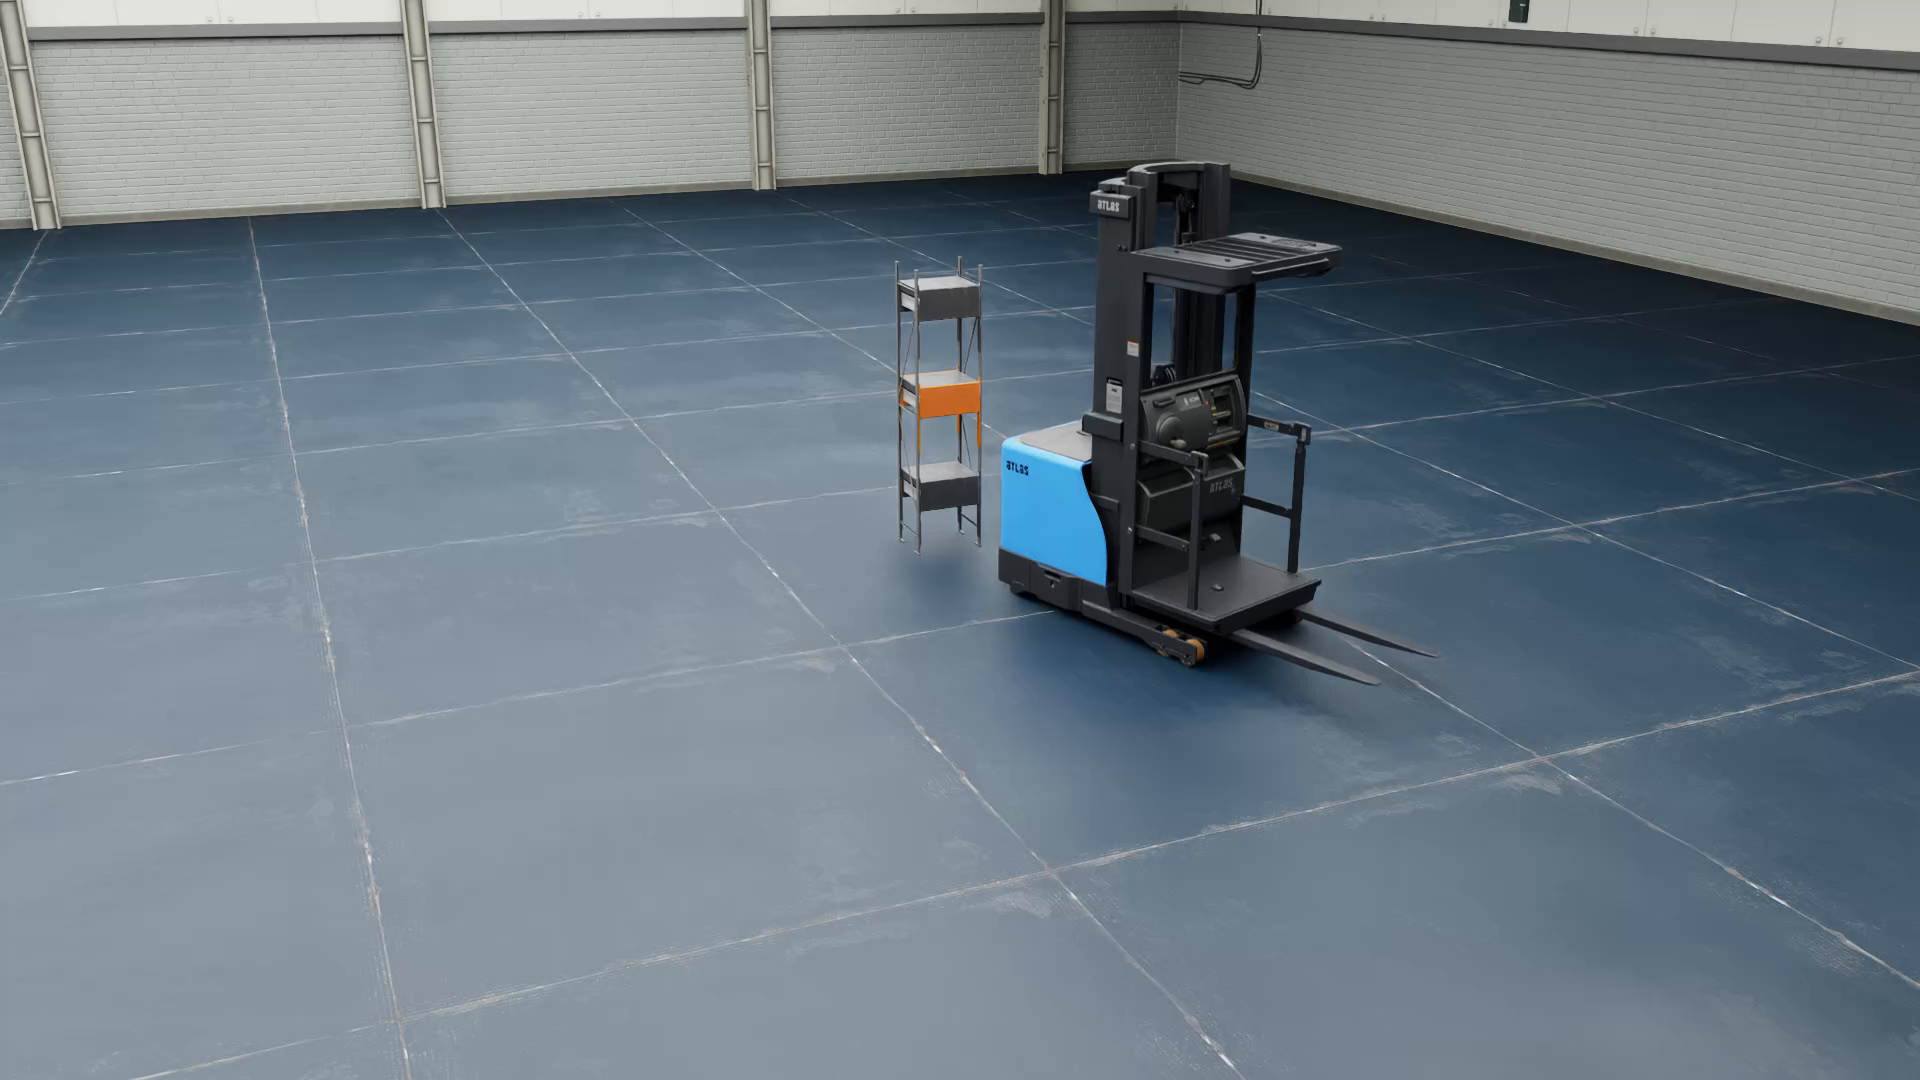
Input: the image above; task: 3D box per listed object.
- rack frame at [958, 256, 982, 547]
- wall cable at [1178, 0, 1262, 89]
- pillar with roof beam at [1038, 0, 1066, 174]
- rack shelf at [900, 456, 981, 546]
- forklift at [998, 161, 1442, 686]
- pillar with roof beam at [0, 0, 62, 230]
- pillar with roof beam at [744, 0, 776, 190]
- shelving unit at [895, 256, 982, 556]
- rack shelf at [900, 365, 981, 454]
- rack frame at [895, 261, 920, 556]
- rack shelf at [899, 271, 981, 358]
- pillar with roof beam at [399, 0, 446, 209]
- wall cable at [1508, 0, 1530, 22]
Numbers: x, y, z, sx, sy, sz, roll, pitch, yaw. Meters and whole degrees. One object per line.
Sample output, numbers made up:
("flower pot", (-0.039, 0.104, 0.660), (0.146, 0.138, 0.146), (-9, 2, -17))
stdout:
("rack frame", (0.072, -1.001, 12.203), (0.015, 2.100, 0.400), (-8, 21, -22))
("wall cable", (5.047, -10.167, 32.524), (0.112, 2.526, 3.097), (-8, 21, -22))
("pillar with roof beam", (3.523, -10.335, 28.325), (0.400, 9.000, 9.100), (-8, 21, -22))
("rack shelf", (-0.152, -0.295, 12.348), (0.480, 0.518, 0.431), (-8, 21, -22))
("forklift", (1.621, -0.792, 10.359), (1.130, 2.935, 3.031), (-16, 25, -39))
("pillar with roof beam", (-13.004, -7.967, 21.599), (0.400, 9.000, 9.100), (-8, 21, -22))
("pillar with roof beam", (-1.986, -9.546, 26.083), (0.400, 9.000, 9.100), (-8, 21, -22))
("shelving unit", (-0.152, -0.969, 12.111), (0.503, 2.100, 0.431), (-8, 21, -22))
("rack shelf", (-0.152, -0.956, 12.116), (0.480, 0.518, 0.431), (-8, 21, -22))
("rack frame", (-0.376, -0.937, 12.020), (0.015, 2.100, 0.400), (-8, 21, -22))
("rack shelf", (-0.152, -1.616, 11.884), (0.480, 0.518, 0.431), (-8, 21, -22))
("pillar with roof beam", (-7.495, -8.756, 23.841), (0.400, 9.000, 9.100), (-8, 21, -22))
("wall cable", (8.793, -10.339, 23.216), (0.169, 6.003, 2.305), (-8, 21, -22))
